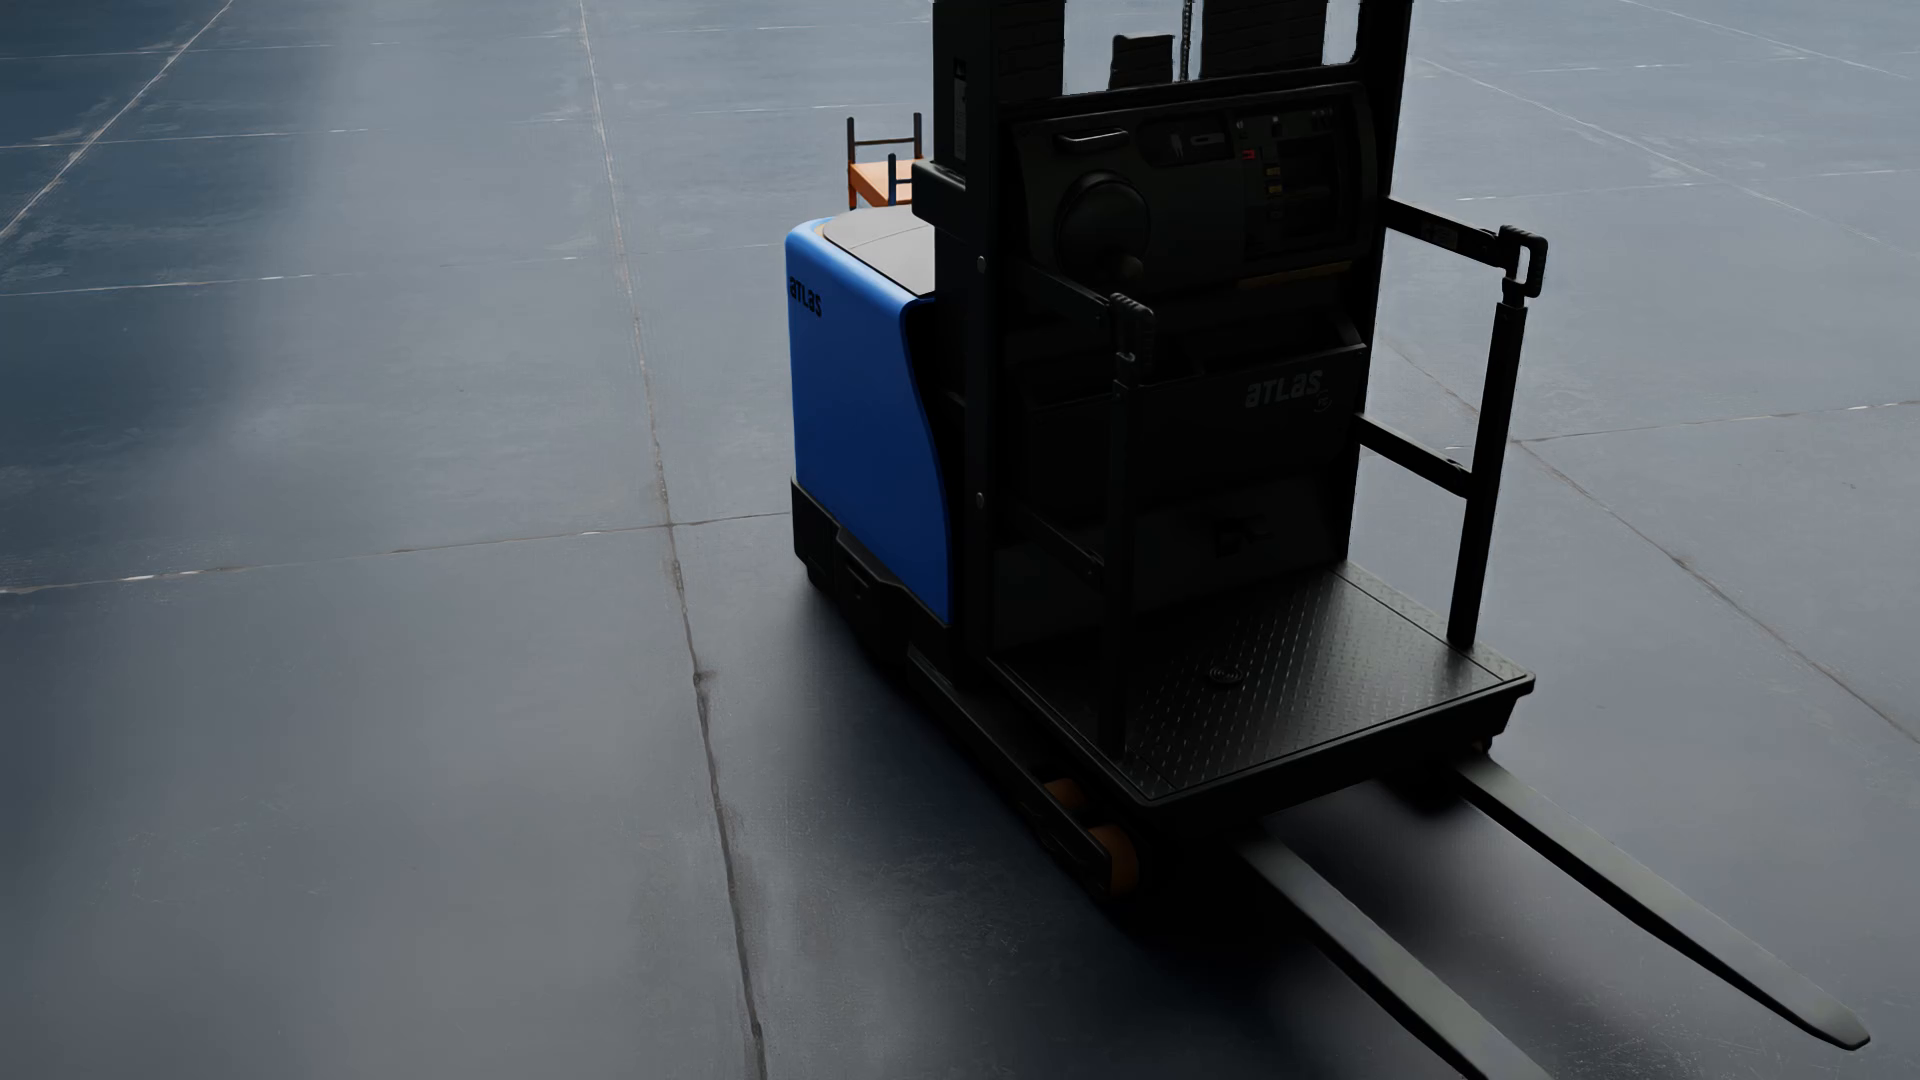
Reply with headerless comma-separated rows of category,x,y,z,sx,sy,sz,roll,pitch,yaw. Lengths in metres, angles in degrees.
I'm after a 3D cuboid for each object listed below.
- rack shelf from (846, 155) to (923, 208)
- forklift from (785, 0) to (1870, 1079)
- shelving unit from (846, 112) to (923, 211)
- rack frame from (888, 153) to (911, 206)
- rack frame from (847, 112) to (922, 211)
rack shelf,-0.166,-1.049,5.124,0.258,0.148,0.480,-8,28,-16
forklift,0.633,-0.747,3.478,1.130,2.935,3.031,-13,30,-25
shelving unit,-0.166,-0.698,5.301,0.258,1.200,0.503,-8,28,-16
rack frame,-0.093,-0.593,5.094,0.240,1.200,0.015,-8,28,-16
rack frame,-0.239,-0.803,5.509,0.240,1.200,0.015,-8,28,-16
